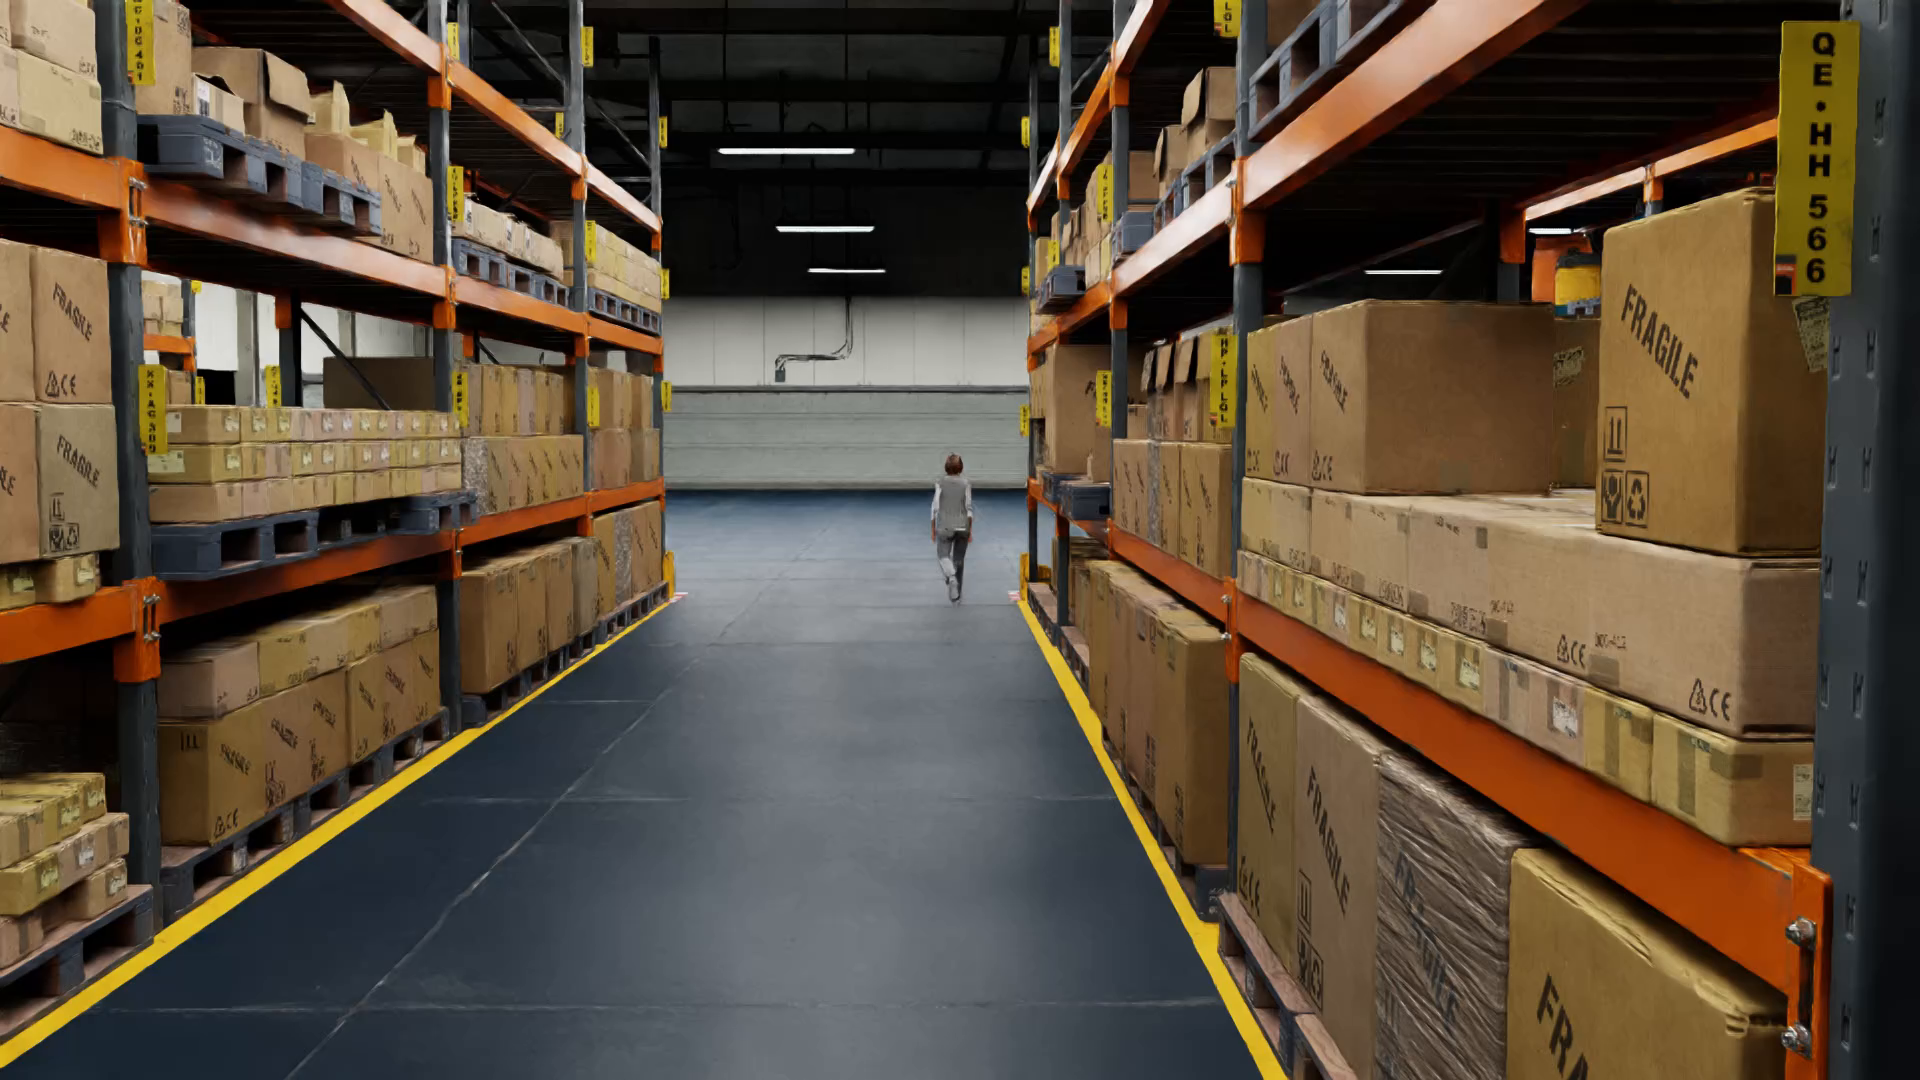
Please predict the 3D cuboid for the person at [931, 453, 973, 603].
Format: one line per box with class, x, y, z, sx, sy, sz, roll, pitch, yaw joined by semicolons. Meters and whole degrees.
person;-0.079;-0.114;17.151;0.428;1.570;0.722;-1;4;-8
